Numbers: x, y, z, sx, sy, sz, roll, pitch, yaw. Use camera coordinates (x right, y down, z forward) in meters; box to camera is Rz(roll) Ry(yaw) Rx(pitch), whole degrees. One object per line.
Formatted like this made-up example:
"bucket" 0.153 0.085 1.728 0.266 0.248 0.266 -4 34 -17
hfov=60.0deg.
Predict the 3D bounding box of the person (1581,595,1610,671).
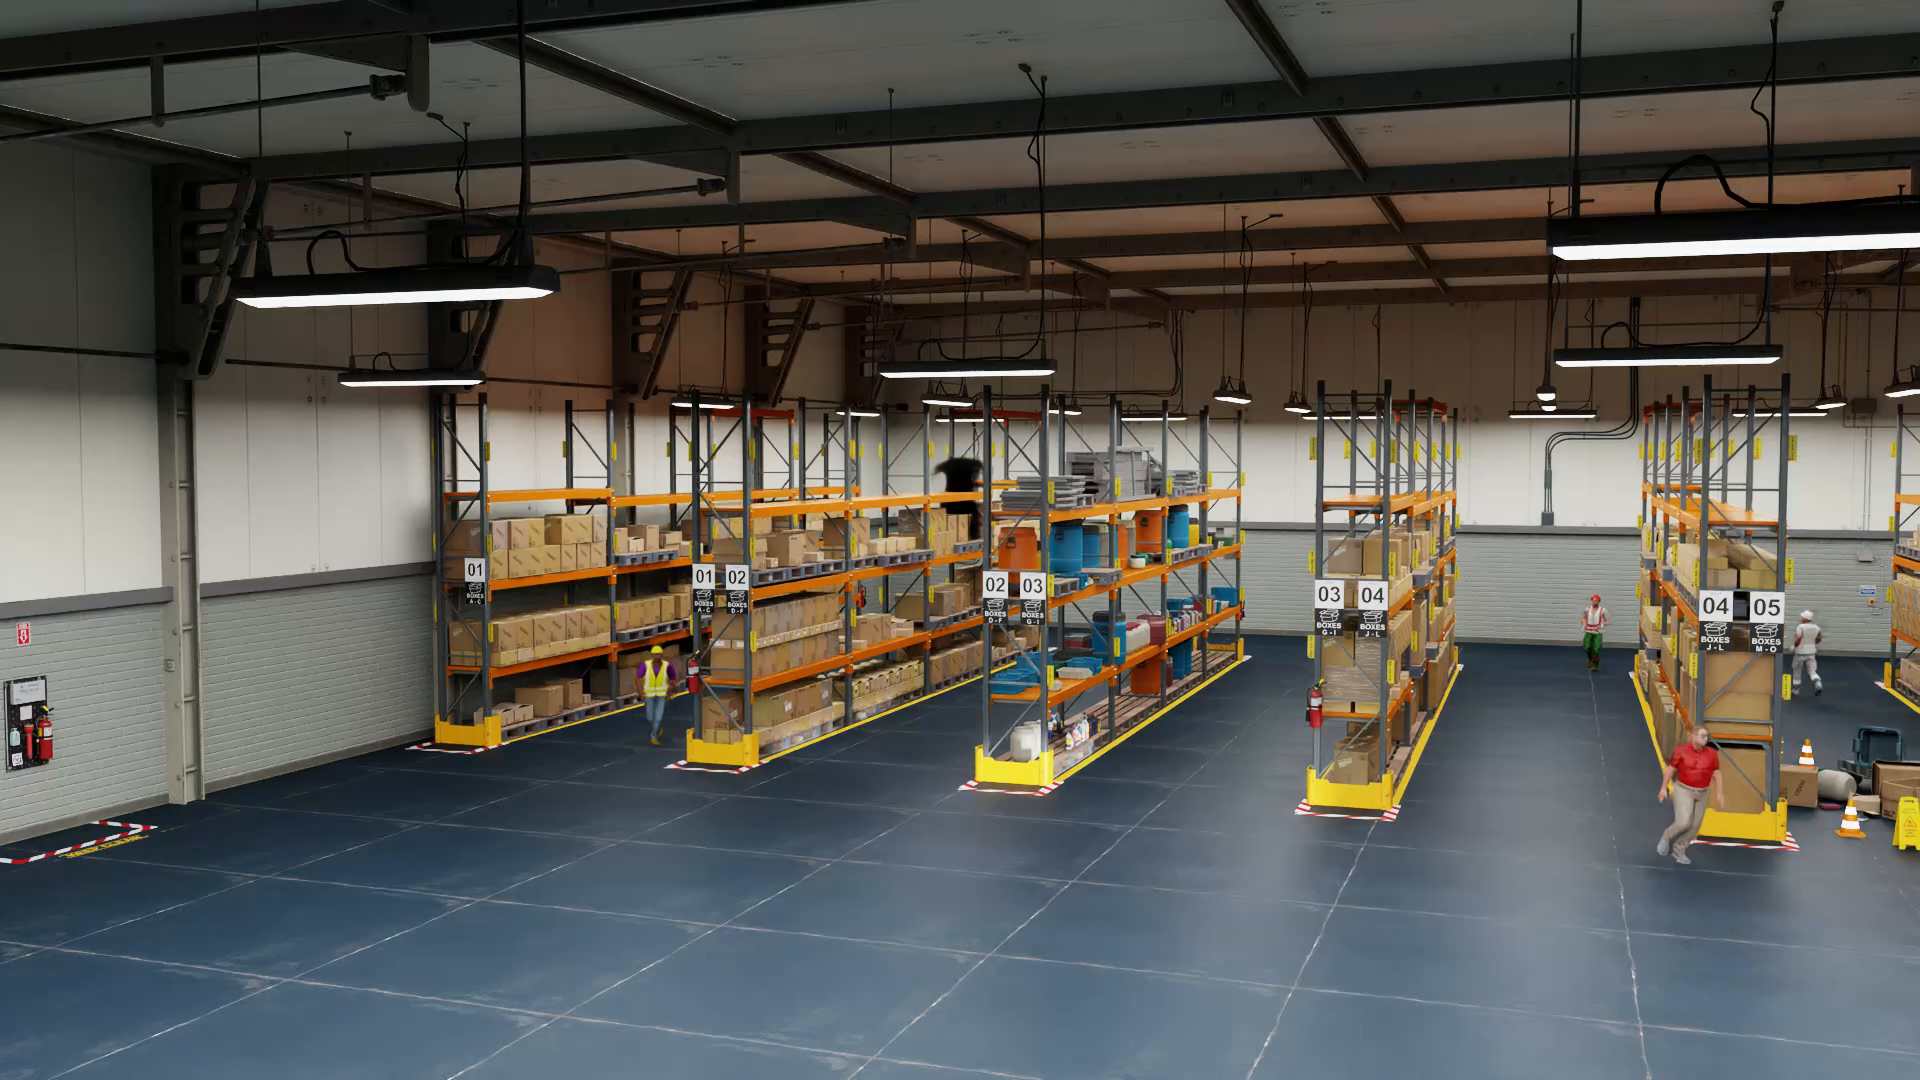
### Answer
"person" 14.413 2.115 37.793 0.642 1.744 0.607 2 3 29

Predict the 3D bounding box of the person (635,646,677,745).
"person" -5.194 2.642 28.438 0.701 1.701 0.591 0 3 -6

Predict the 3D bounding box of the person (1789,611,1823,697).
"person" 17.064 2.303 33.531 0.645 1.765 1.000 0 3 0

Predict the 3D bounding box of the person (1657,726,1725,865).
"person" 8.859 3.086 20.163 0.665 1.708 0.590 0 3 -8
